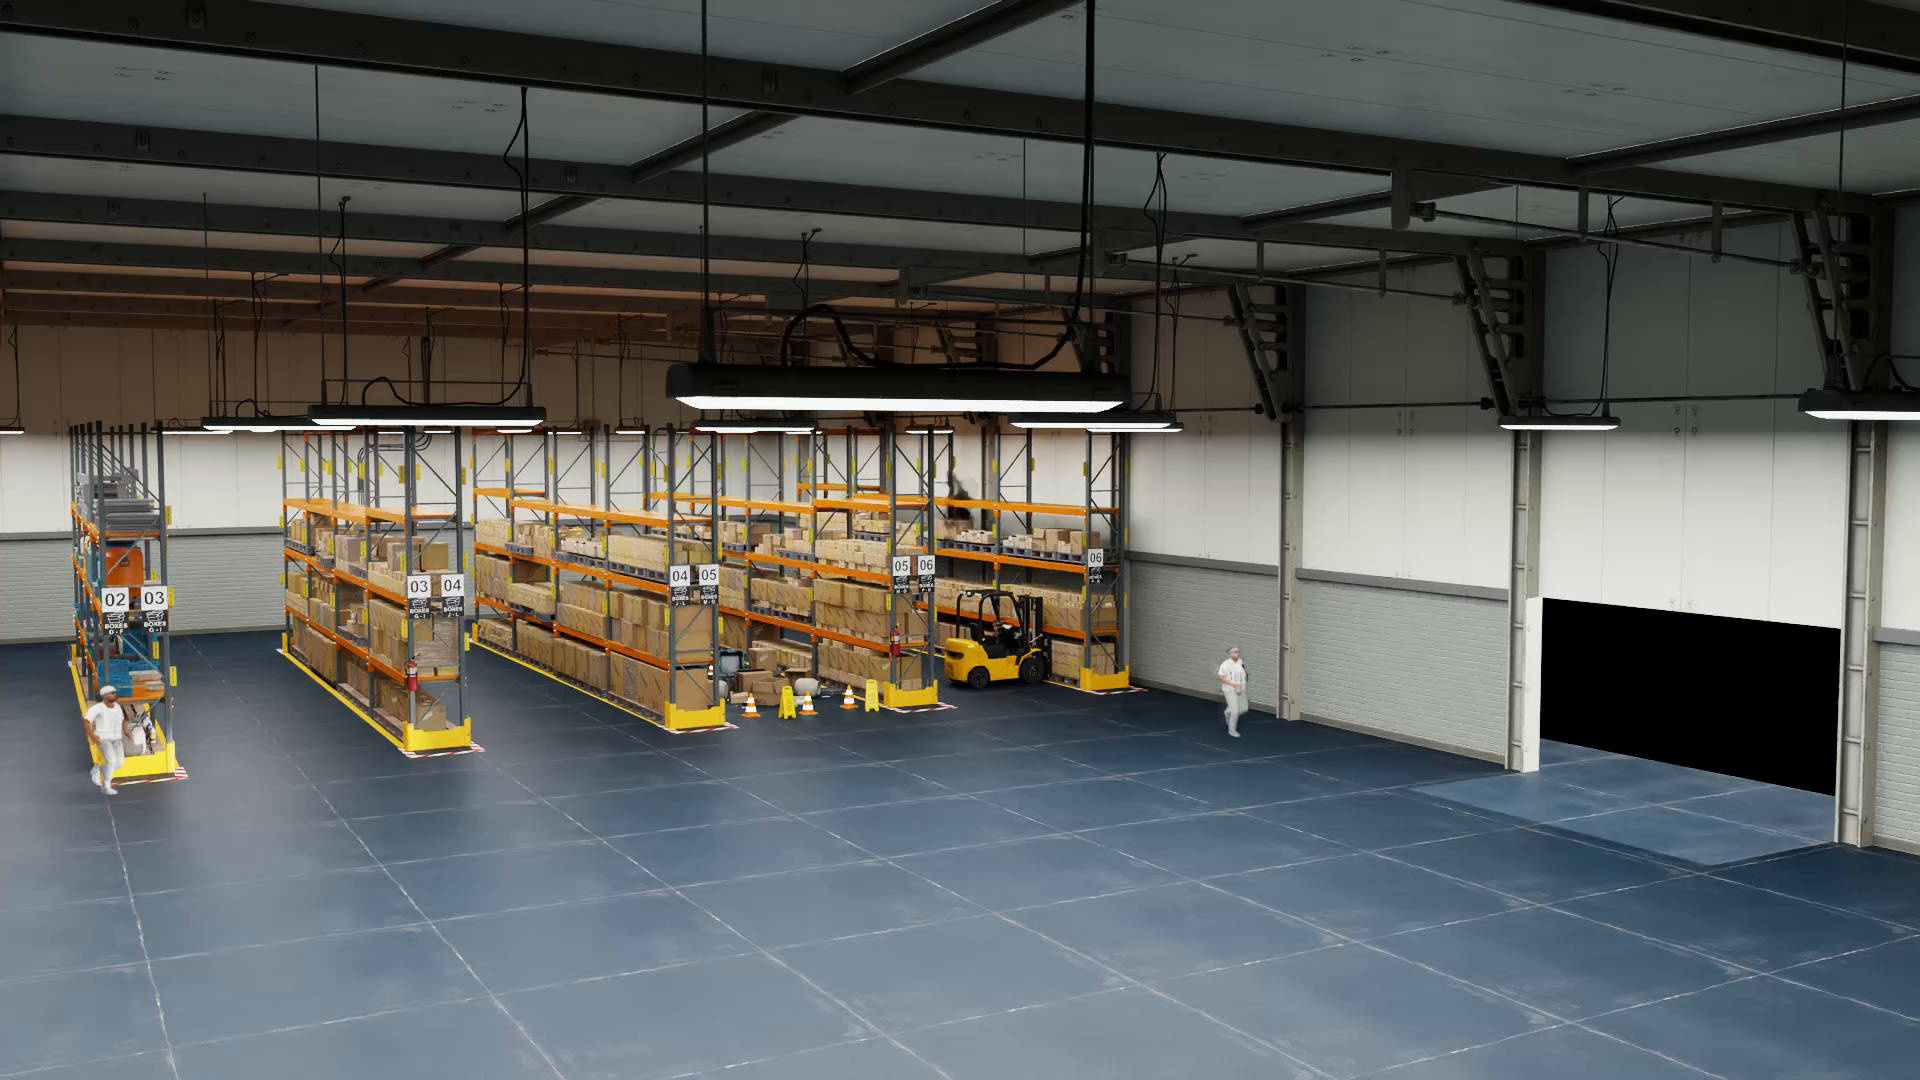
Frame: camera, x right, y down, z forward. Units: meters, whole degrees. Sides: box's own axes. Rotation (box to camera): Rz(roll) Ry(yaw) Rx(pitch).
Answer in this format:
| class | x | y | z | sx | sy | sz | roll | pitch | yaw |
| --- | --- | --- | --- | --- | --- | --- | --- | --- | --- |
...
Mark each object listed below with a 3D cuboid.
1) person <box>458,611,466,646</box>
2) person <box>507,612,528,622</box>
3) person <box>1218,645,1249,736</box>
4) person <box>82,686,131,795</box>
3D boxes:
| class | x | y | z | sx | sy | sz | roll | pitch | yaw |
| --- | --- | --- | --- | --- | --- | --- | --- | --- | --- |
| person | -13.101 | 2.284 | 43.155 | 0.568 | 1.556 | 0.644 | -1 | 4 | -21 |
| person | -12.935 | 1.880 | 48.232 | 0.799 | 1.719 | 0.736 | 2 | 4 | 24 |
| person | 5.267 | 2.883 | 32.016 | 0.697 | 1.752 | 0.627 | -3 | 4 | -37 |
| person | -13.770 | 3.216 | 26.869 | 0.611 | 1.711 | 0.754 | 1 | 4 | 20 |
